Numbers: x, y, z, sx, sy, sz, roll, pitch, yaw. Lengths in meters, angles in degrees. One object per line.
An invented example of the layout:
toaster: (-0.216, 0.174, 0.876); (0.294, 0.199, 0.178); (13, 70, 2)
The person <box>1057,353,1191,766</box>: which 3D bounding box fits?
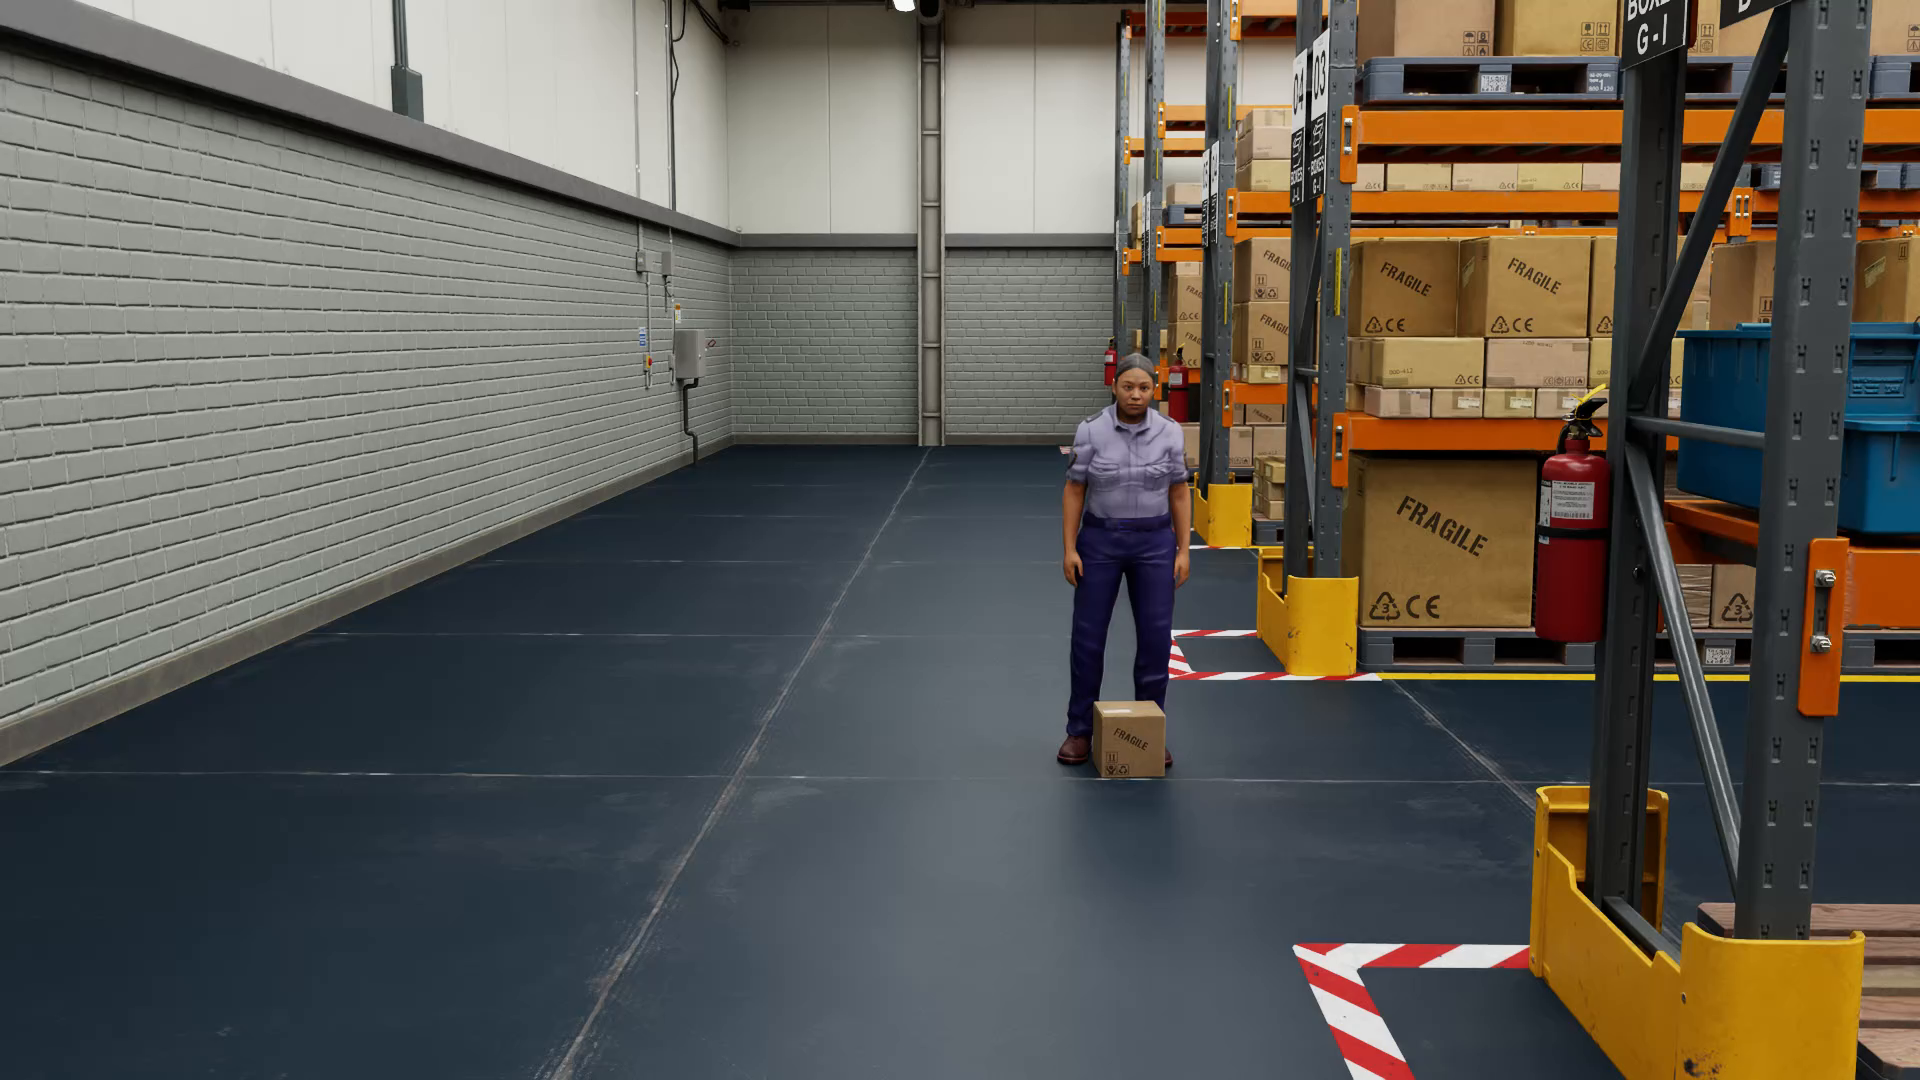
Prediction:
person: (0.670, 0.078, 6.756); (0.545, 1.637, 0.414); (0, 7, 1)
